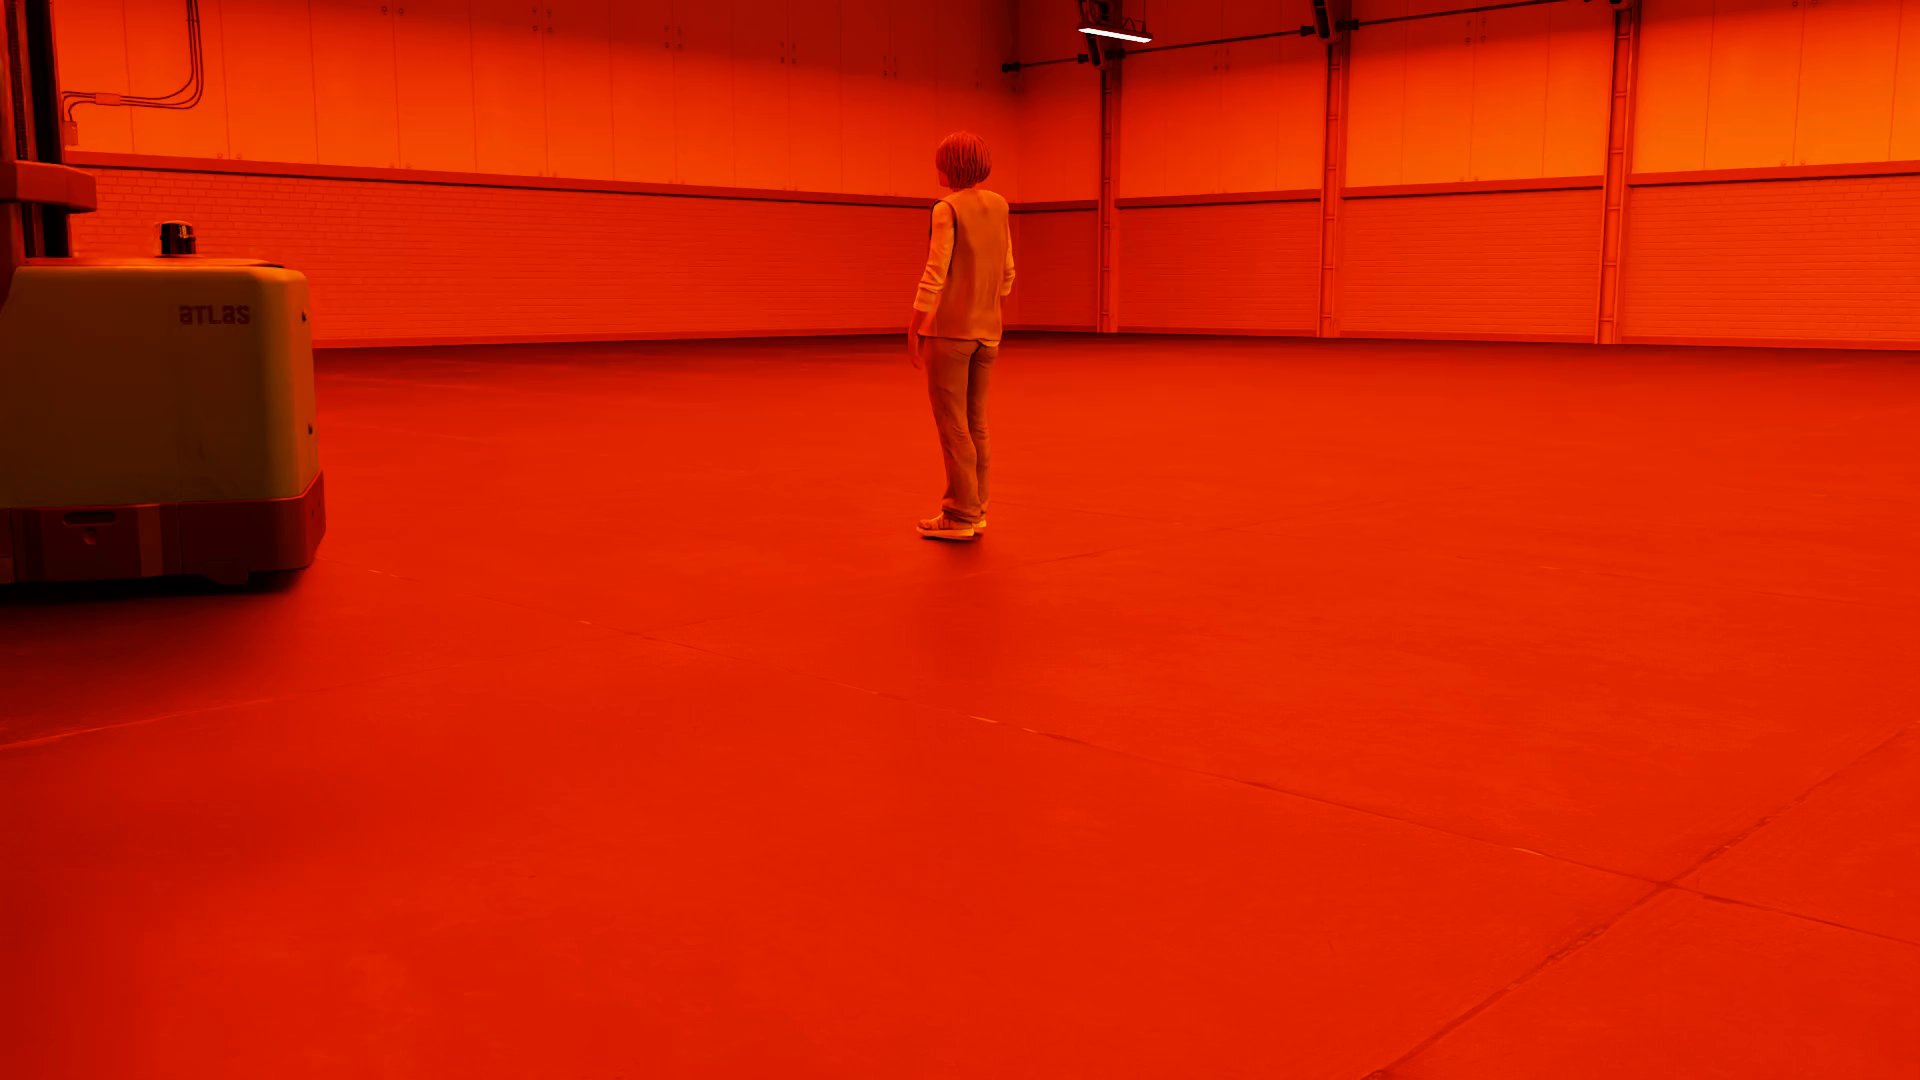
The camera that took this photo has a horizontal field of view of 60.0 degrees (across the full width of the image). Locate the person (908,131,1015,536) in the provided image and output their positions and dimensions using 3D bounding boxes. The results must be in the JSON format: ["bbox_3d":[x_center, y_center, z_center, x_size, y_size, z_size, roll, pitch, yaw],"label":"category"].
[{"bbox_3d":[-0.044,-0.806,6.658,0.473,1.599,0.521,8,12,43],"label":"person"}]

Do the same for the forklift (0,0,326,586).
[{"bbox_3d":[-3.794,-1.288,5.430,3.031,2.935,1.130,-3,9,-17],"label":"forklift"}]
